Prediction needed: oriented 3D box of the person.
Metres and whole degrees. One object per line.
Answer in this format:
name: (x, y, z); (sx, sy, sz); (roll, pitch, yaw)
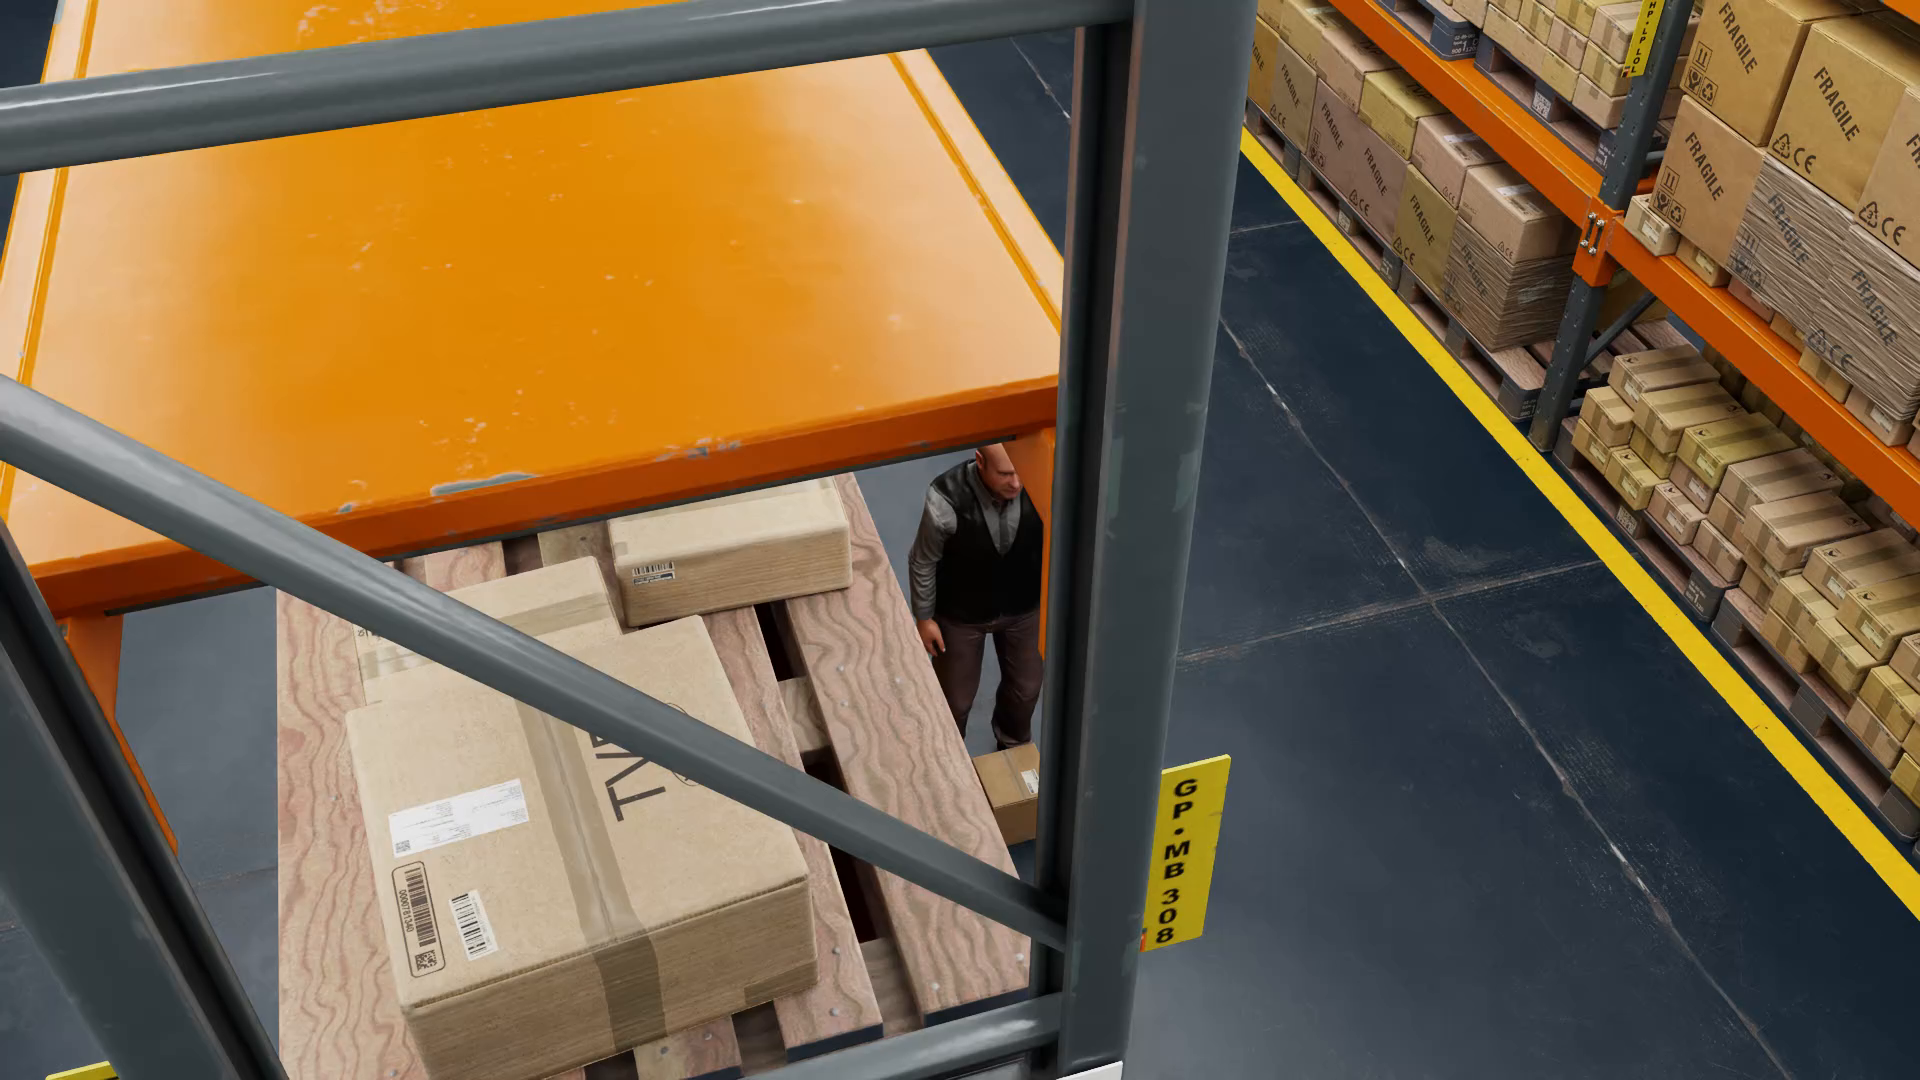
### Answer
person: (0.102, 0.231, 5.921); (0.578, 1.720, 0.419); (-12, 43, -13)
